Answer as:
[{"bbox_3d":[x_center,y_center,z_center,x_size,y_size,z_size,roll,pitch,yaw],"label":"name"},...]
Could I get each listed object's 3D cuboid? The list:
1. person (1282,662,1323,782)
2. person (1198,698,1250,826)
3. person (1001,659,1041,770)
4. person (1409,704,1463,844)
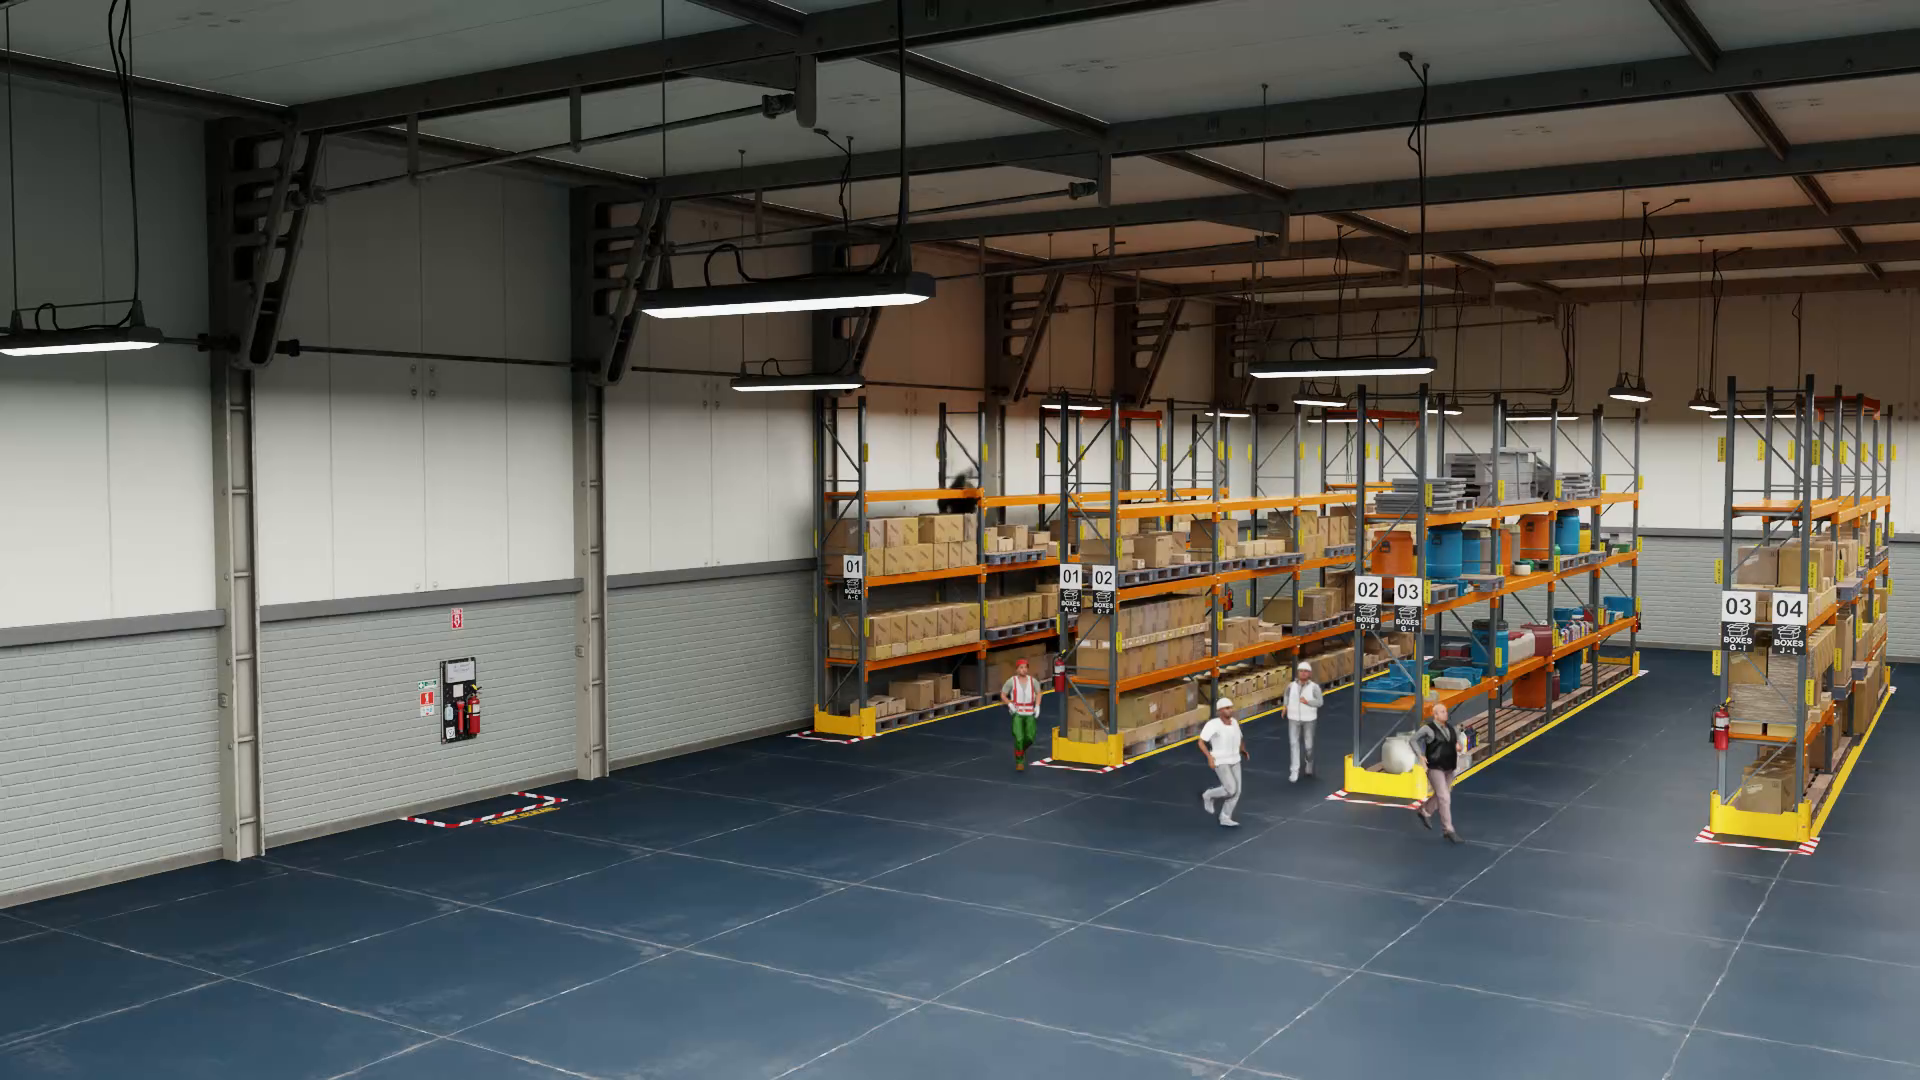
[{"bbox_3d":[5.224,2.759,25.457,0.653,1.756,0.891,1,3,22],"label":"person"},{"bbox_3d":[3.563,2.980,22.348,0.717,1.722,0.578,-2,4,-34],"label":"person"},{"bbox_3d":[0.984,2.748,26.248,0.668,1.744,0.591,-1,3,-10],"label":"person"},{"bbox_3d":[6.216,2.984,21.529,0.651,1.718,0.957,-2,3,-28],"label":"person"}]
